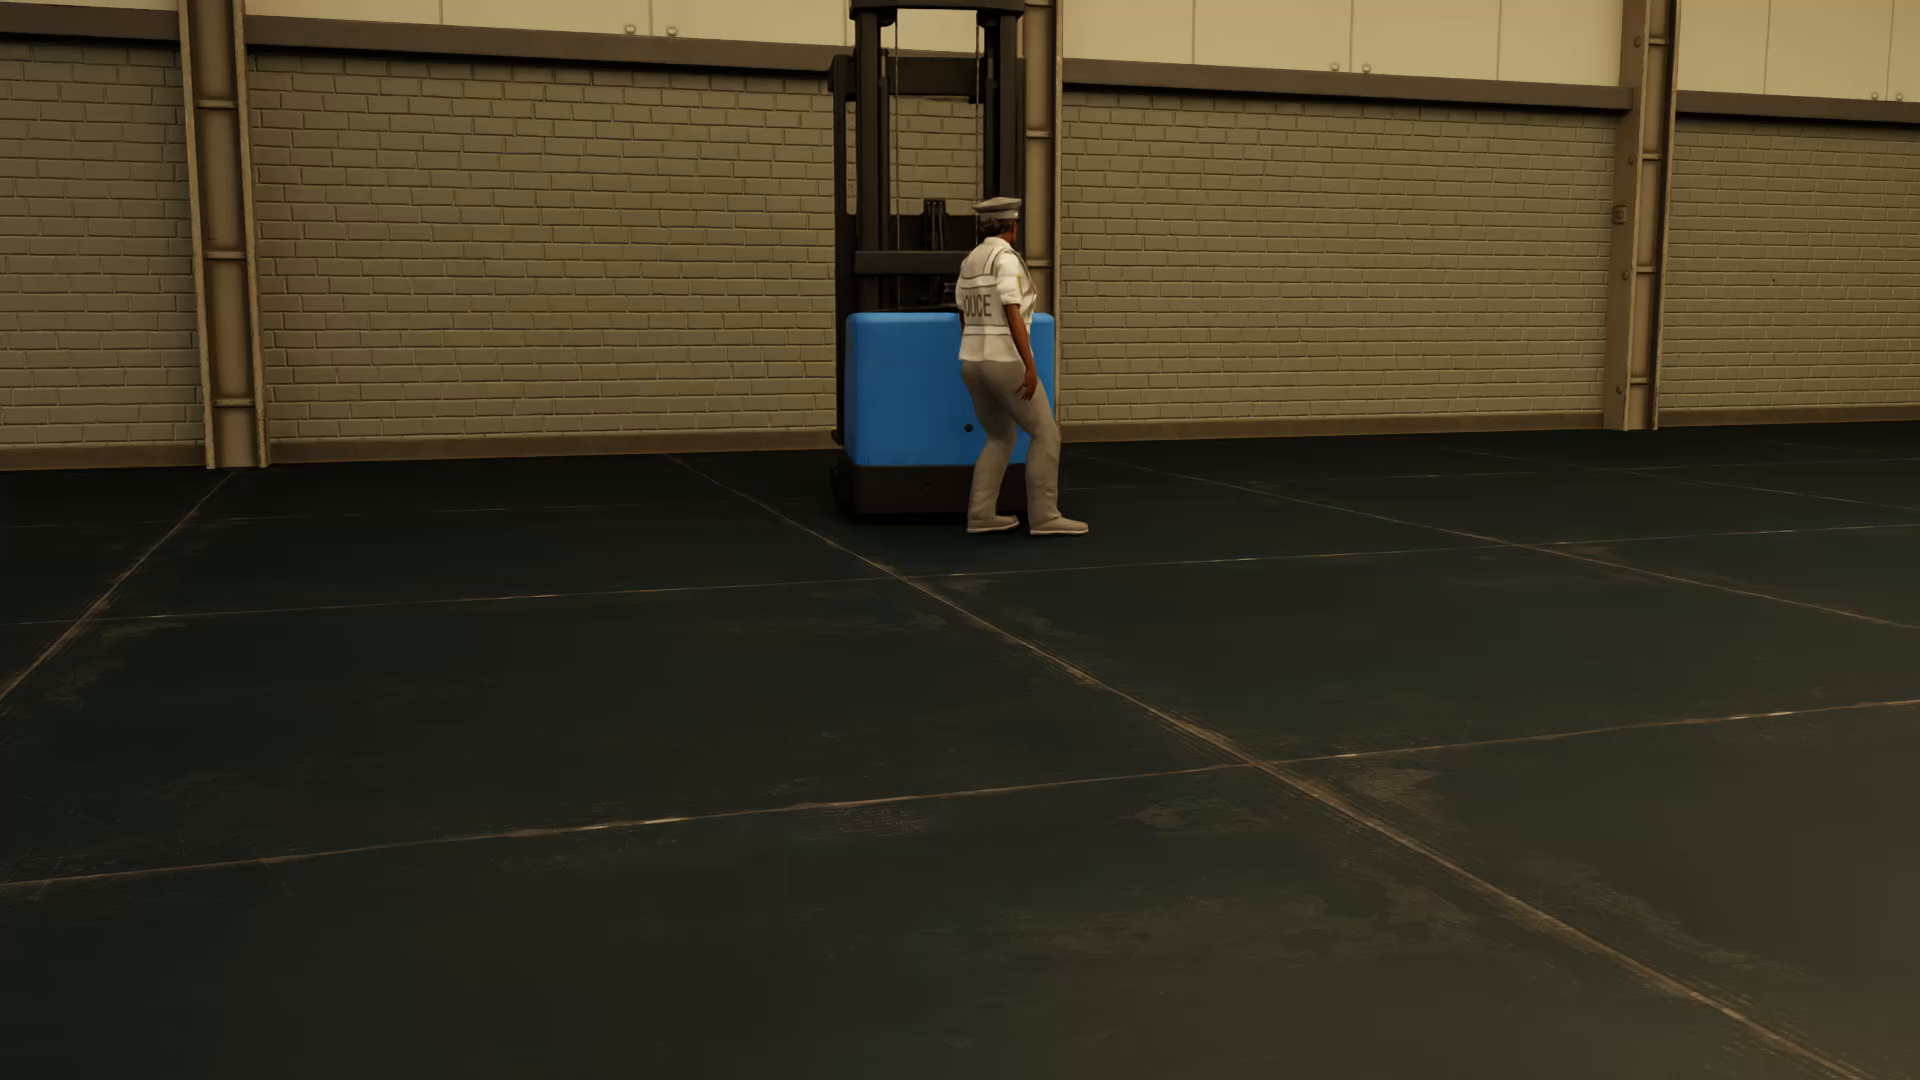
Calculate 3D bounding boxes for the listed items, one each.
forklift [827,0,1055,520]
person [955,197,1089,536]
[{"bbox_3d":[-0.200,-1.723,9.718,1.130,2.935,3.031,-1,8,-7],"label":"forklift"},{"bbox_3d":[0.278,-0.831,8.021,0.575,1.615,0.675,-5,9,-32],"label":"person"}]
